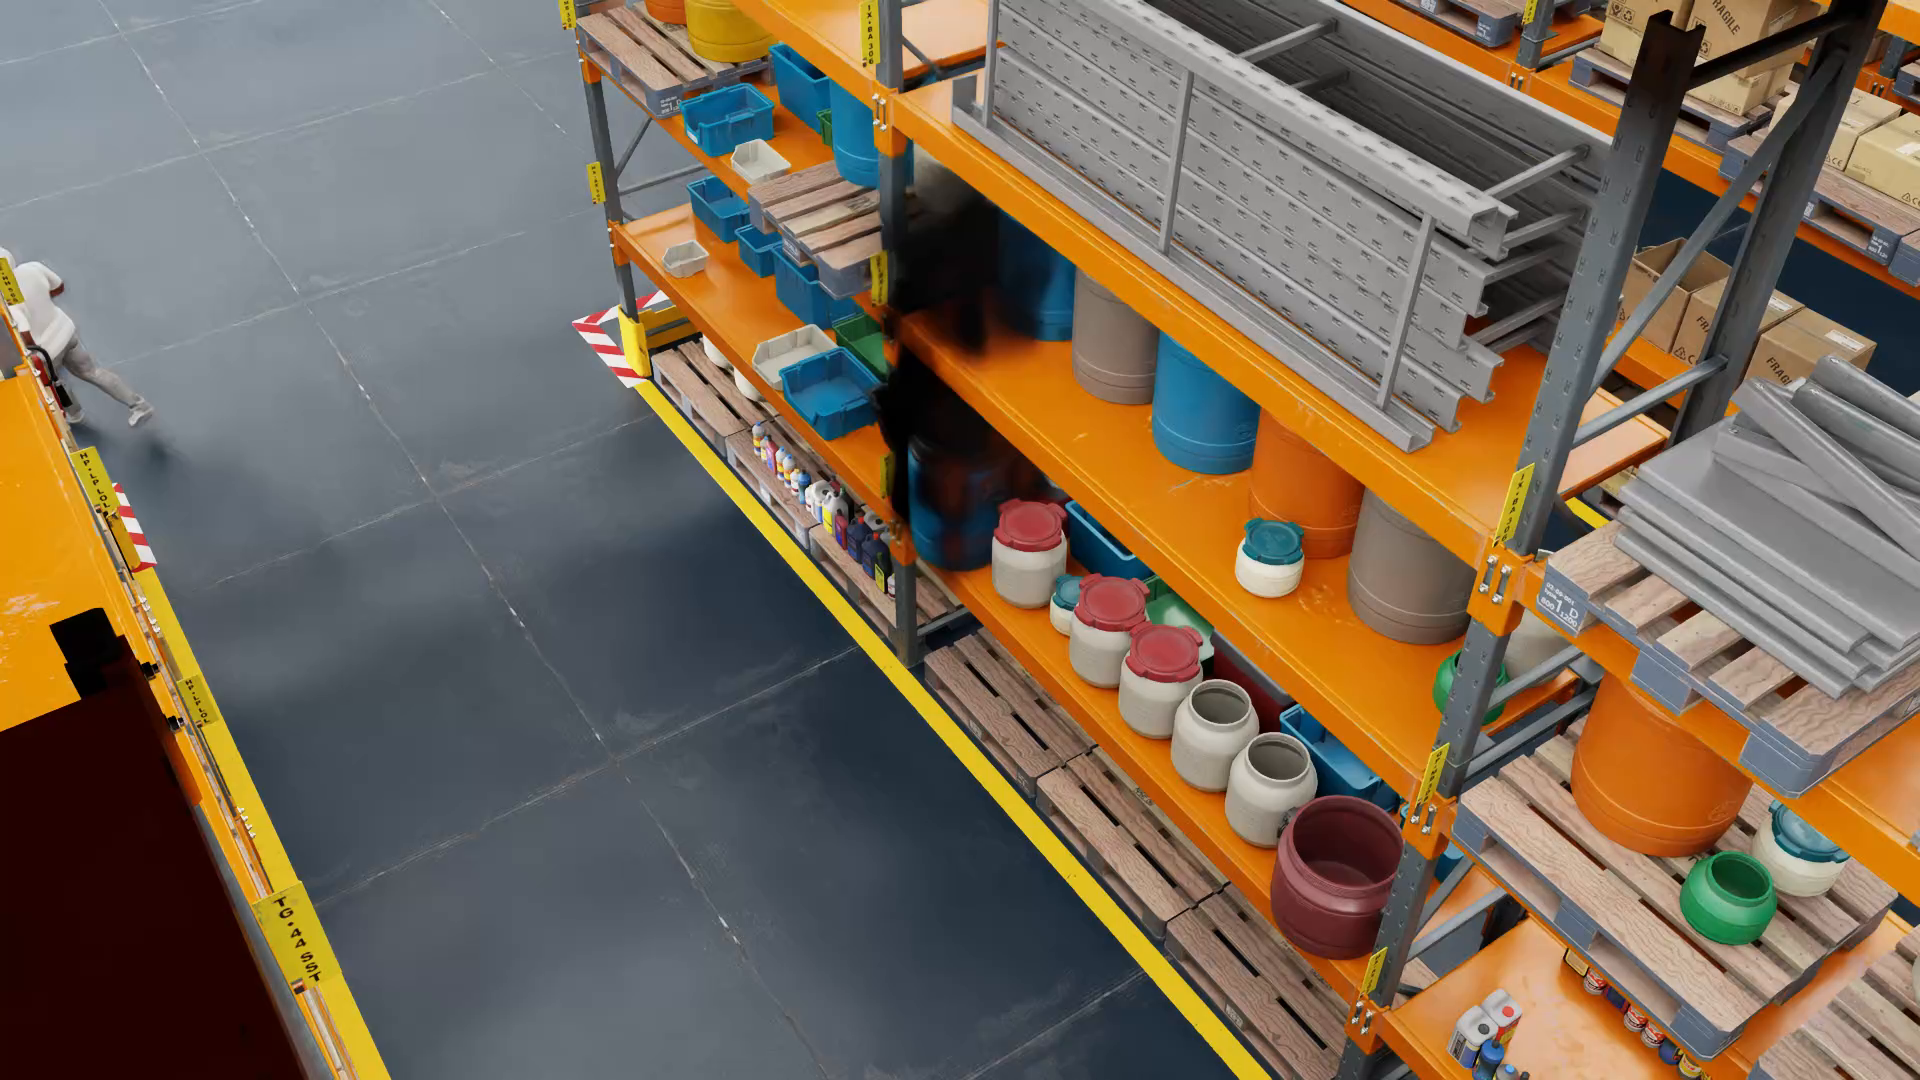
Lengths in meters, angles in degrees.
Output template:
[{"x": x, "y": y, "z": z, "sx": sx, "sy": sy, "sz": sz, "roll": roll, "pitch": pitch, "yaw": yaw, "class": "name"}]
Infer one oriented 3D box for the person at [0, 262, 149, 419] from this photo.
[{"x": -6.518, "y": -1.393, "z": 11.951, "sx": 0.773, "sy": 1.631, "sz": 0.708, "roll": 11, "pitch": 44, "yaw": 11, "class": "person"}]
